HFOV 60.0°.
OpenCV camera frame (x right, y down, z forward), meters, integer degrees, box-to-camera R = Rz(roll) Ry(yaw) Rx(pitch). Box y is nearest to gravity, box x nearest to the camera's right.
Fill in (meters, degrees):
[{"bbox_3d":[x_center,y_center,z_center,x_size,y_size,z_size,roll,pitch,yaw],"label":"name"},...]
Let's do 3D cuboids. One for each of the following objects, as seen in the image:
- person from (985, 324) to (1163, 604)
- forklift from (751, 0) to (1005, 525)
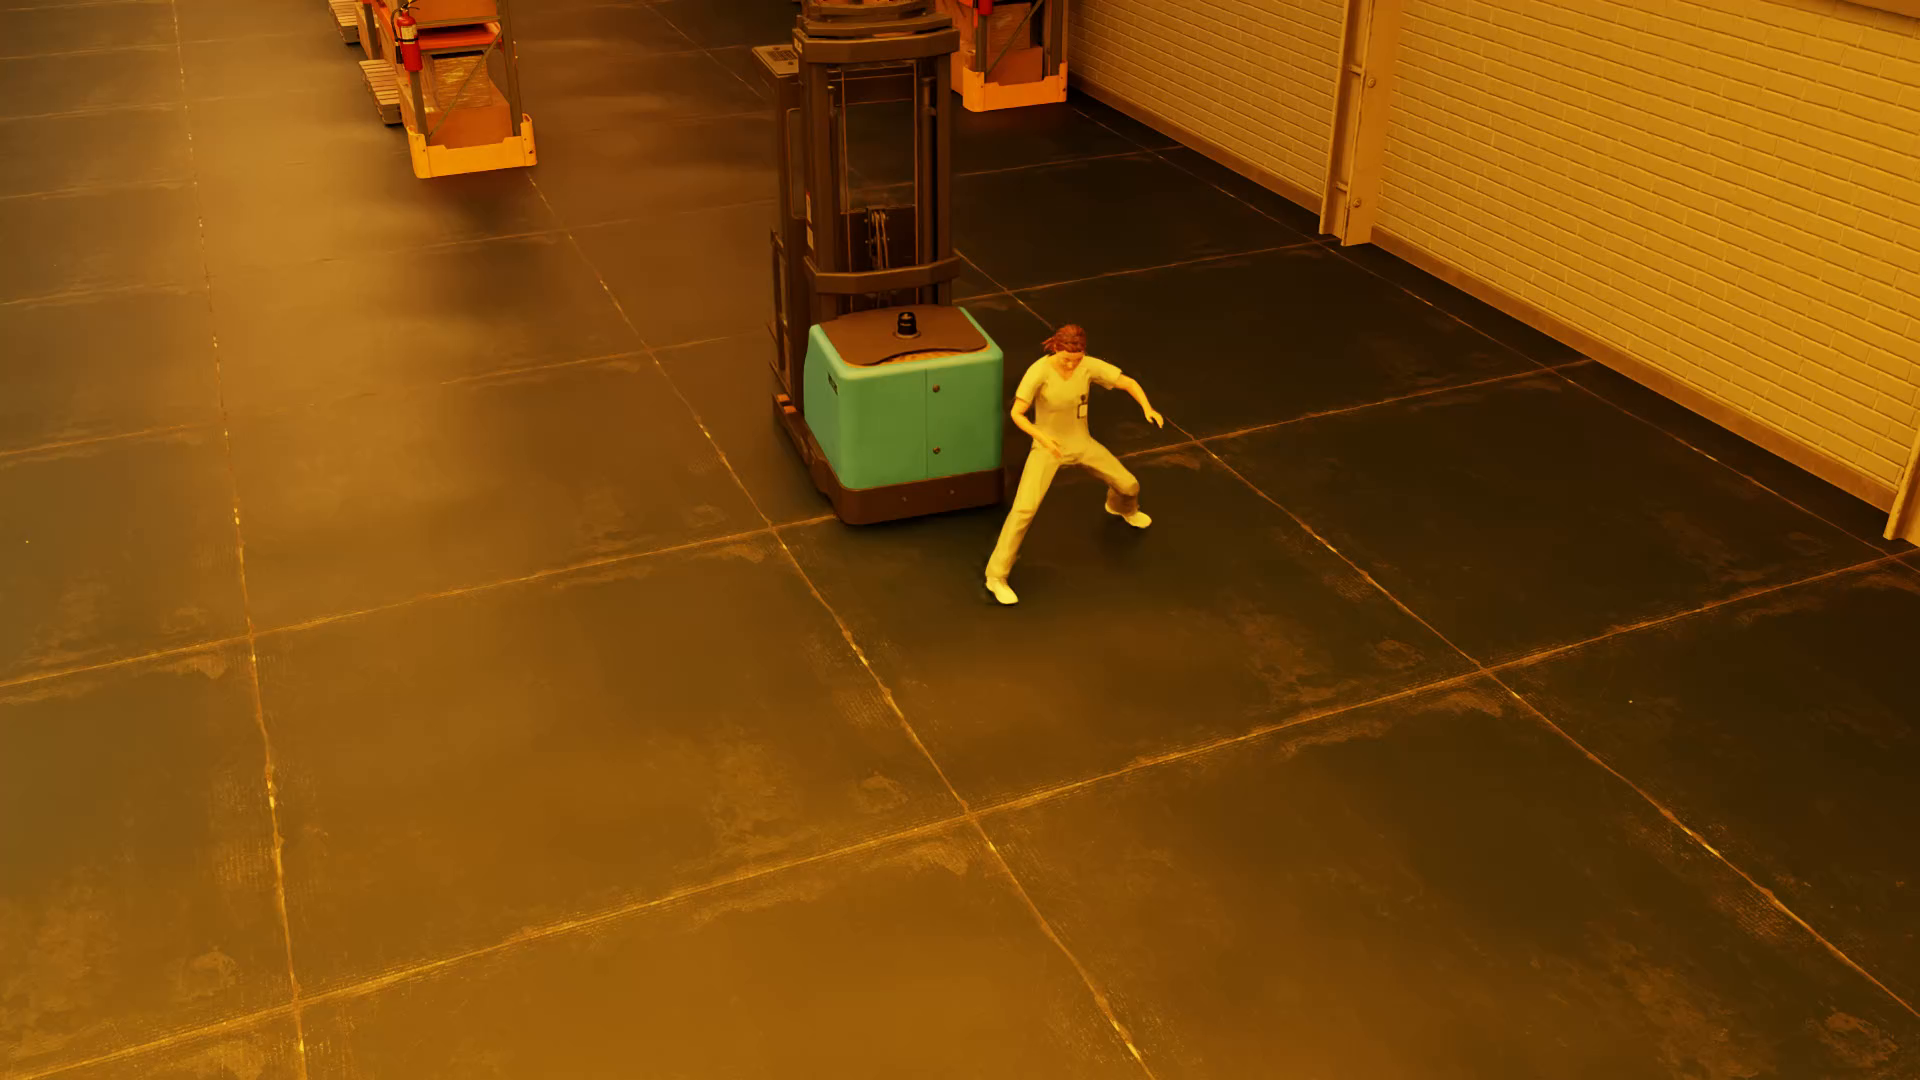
[{"bbox_3d":[0.673,-0.519,9.503,1.216,1.470,0.829,-9,31,-15],"label":"person"},{"bbox_3d":[-0.666,-2.081,10.759,1.130,2.935,3.031,-9,31,-16],"label":"forklift"}]
